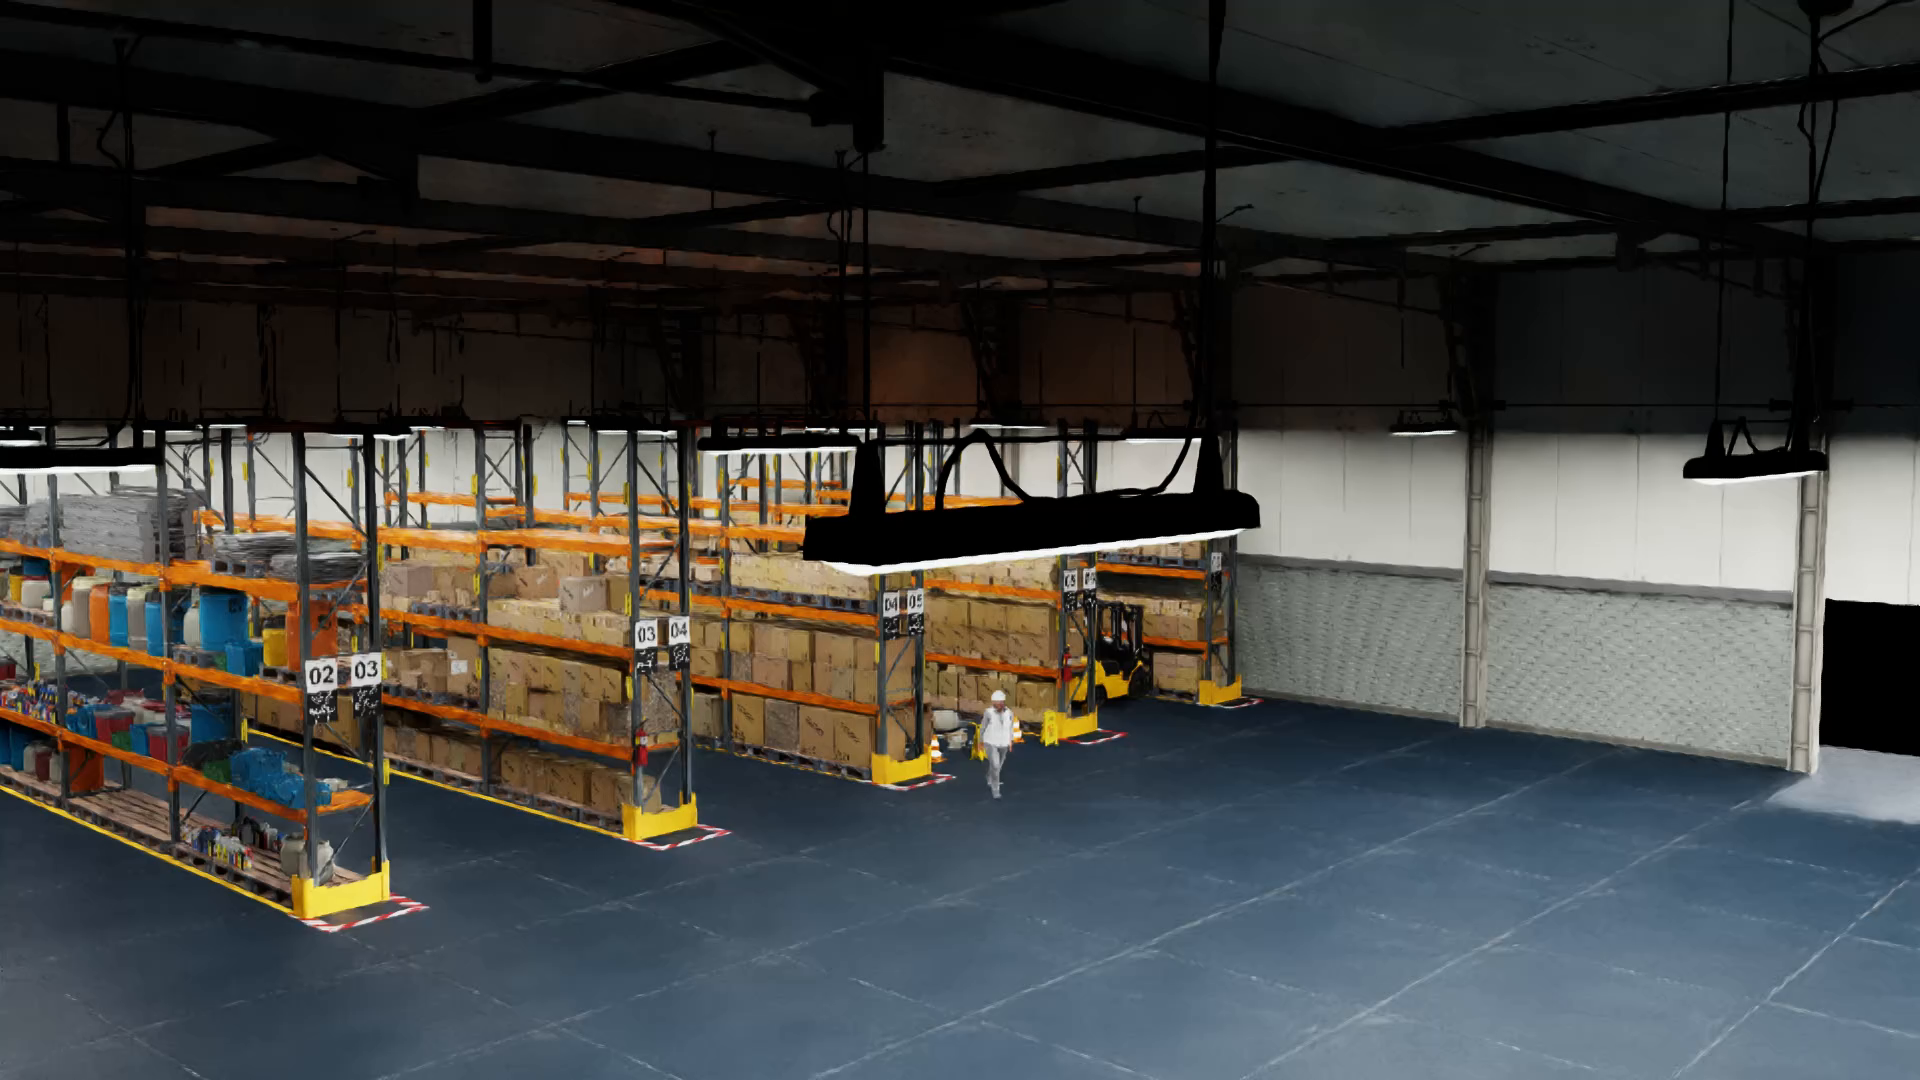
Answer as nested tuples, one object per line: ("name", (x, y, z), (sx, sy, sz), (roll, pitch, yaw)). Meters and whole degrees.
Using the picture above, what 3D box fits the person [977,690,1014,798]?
("person", (0.587, 3.271, 27.007), (0.568, 1.722, 0.955), (-2, 5, -26))
